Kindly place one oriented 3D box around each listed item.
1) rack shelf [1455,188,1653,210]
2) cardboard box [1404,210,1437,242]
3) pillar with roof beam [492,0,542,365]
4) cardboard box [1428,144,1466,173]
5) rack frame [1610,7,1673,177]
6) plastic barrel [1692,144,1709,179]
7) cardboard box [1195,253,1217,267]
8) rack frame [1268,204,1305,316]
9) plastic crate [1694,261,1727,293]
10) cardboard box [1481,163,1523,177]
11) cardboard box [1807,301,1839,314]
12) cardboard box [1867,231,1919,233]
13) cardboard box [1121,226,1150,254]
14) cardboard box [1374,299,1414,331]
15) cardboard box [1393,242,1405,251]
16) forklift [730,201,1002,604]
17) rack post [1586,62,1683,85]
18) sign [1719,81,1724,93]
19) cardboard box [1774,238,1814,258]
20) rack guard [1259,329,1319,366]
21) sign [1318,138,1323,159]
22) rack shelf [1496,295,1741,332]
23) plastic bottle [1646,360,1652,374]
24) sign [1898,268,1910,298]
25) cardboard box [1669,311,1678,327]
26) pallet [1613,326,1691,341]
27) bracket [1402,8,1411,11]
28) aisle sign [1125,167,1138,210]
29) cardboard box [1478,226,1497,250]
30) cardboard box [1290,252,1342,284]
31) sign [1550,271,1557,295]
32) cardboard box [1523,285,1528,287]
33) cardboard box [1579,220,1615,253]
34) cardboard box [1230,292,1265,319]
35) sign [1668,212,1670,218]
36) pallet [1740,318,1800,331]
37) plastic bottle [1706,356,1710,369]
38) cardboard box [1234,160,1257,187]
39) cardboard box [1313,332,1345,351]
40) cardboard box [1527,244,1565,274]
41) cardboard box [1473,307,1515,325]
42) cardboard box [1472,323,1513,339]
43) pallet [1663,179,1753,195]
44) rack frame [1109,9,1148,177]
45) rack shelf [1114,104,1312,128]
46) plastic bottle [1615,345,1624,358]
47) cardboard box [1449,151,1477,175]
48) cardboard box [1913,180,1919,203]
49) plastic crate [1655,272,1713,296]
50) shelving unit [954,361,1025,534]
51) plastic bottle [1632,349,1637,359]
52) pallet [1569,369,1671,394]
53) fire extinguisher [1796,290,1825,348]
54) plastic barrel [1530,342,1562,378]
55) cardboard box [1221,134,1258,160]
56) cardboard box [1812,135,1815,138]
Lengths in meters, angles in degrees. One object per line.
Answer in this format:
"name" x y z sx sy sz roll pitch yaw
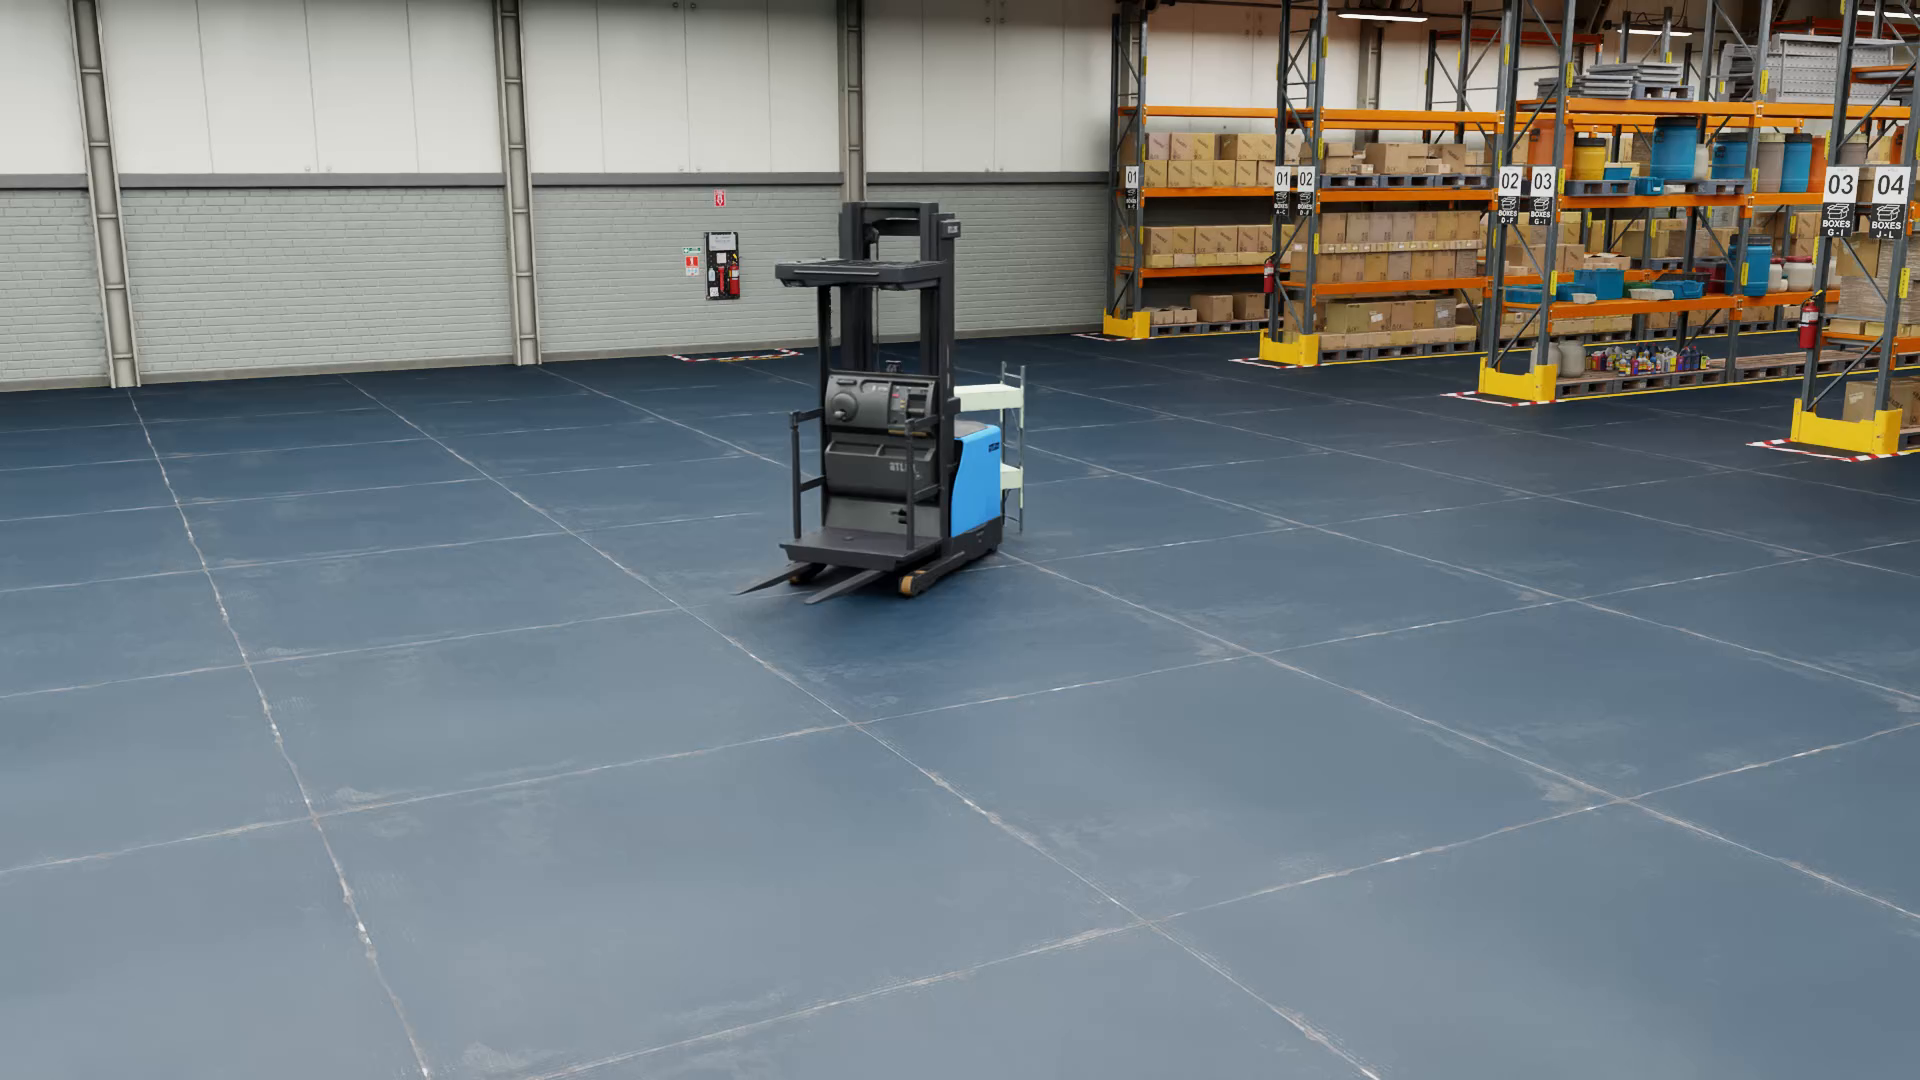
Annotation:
"rack shelf" 10.792 -6.203 30.148 4.000 0.370 1.077 -7 14 -28
"cardboard box" 7.767 -5.408 28.627 0.500 0.500 0.700 -7 14 -28
"pillar with roof beam" -5.121 -6.489 22.948 0.400 9.000 9.100 -7 14 -28
"cardboard box" 8.468 -6.664 29.052 0.500 0.500 0.500 -6 14 -23
"rack frame" 12.548 -8.228 30.675 0.127 3.000 1.000 -7 14 -28
"plastic barrel" 10.935 -5.641 24.800 0.421 0.512 0.421 0 13 0
"cardboard box" 4.628 -5.451 32.293 0.500 0.250 0.500 -7 15 -29
"rack frame" 6.660 -5.835 33.704 0.127 3.000 1.000 -7 14 -28
"plastic crate" 11.685 -4.067 25.702 0.583 0.464 0.402 -7 14 -28
"cardboard box" 9.582 -6.539 29.385 0.500 0.250 0.500 -5 14 -22
"cardboard box" 17.705 -4.918 34.312 0.637 0.503 0.797 -7 14 -28
"cardboard box" 11.070 -3.391 19.663 0.500 0.500 0.500 -7 14 -28
"cardboard box" 3.461 -5.807 32.169 0.500 0.500 0.500 -7 14 -28
"cardboard box" 7.421 -3.860 28.527 0.500 0.500 0.500 -7 14 -28
"cardboard box" 7.323 -4.986 28.229 0.250 0.149 0.380 -7 14 -27
"forklift" -0.715 -1.102 12.830 1.130 2.935 3.031 6 14 24
"rack post" 9.582 -6.605 23.633 0.954 0.300 0.937 -7 15 -29
"sign" 17.440 -10.412 38.072 0.005 0.325 0.100 -7 14 -28
"cardboard box" 16.636 -5.772 33.197 0.500 0.500 0.500 -6 14 -26
"rack guard" 5.505 -3.238 27.857 0.348 0.500 1.175 -7 14 -28
"sign" 5.786 -6.281 26.682 0.005 0.325 0.100 -7 14 -28
"rack shelf" 9.651 -3.364 24.365 4.000 0.370 1.077 -7 14 -28
"plastic bottle" 10.112 -2.542 24.444 0.097 0.201 0.097 0 13 0
"sign" 10.529 -2.868 18.550 0.005 0.325 0.100 -7 14 -28
"cardboard box" 13.541 -4.345 31.777 0.500 0.500 0.500 -7 15 -30
"pallet" 13.221 -4.012 31.957 1.213 0.211 1.003 -7 14 -28
"bracket" 9.150 -10.944 34.543 0.430 0.232 0.235 -7 14 -28
"aisle sign" 3.230 -6.617 31.258 0.004 0.787 0.394 -7 14 -28
"cardboard box" 11.184 -6.514 35.773 0.500 0.500 0.500 -6 14 -26
"cardboard box" 5.942 -4.555 27.790 0.500 0.500 0.700 -7 14 -28
"sign" 8.156 -3.533 22.847 0.005 0.325 0.100 -7 14 -28
"cardboard box" 12.395 -5.645 36.800 0.750 0.750 0.750 -6 14 -26
"cardboard box" 14.166 -6.877 37.650 0.700 0.700 0.980 -7 14 -27
"cardboard box" 5.768 -4.713 33.411 0.500 0.500 0.500 -8 15 -32
"sign" 16.932 -7.666 39.688 0.005 0.325 0.100 -7 14 -28
"pallet" 16.662 -4.434 33.830 1.213 0.211 1.003 -7 14 -28
"plastic bottle" 11.238 -2.677 25.043 0.097 0.201 0.097 0 13 0
"cardboard box" 5.417 -7.140 32.397 0.500 0.500 0.500 -7 15 -30
"cardboard box" 6.103 -3.337 27.910 0.500 0.250 0.500 -7 14 -28
"cardboard box" 10.621 -5.115 30.278 0.500 0.500 0.500 -7 14 -28
"cardboard box" 9.519 -4.013 29.638 0.500 0.311 0.500 -7 14 -28
"cardboard box" 9.509 -3.739 29.696 0.500 0.250 0.500 -7 15 -29
"pallet" 10.820 -5.202 24.491 1.003 0.211 1.213 -7 14 -28
"rack frame" 3.149 -8.341 31.176 0.127 3.000 1.000 -7 14 -28
"rack shelf" 4.904 -8.199 32.190 4.000 0.370 1.077 -7 14 -28
"plastic bottle" 9.961 -2.778 25.154 0.185 0.351 0.144 -7 14 -28
"cardboard box" 10.561 -8.044 35.457 0.500 0.500 0.700 -8 15 -32
"cardboard box" 10.816 -3.941 18.800 0.500 0.250 0.500 -6 14 -26
"plastic crate" 10.886 -3.865 25.092 0.504 0.338 0.767 -7 14 -28
"shelving unit" 0.142 -0.790 14.706 0.755 1.500 0.431 -6 14 -25
"plastic bottle" 10.223 -2.762 25.261 0.097 0.271 0.097 0 13 0
"pallet" 9.725 -2.373 24.674 1.213 0.211 1.003 -7 14 -28
"fire extinguisher" 9.948 -2.589 19.459 0.183 0.674 0.296 -7 14 -28
"plastic barrel" 8.437 -2.580 23.951 0.421 0.512 0.421 0 13 0
"cardboard box" 5.421 -7.623 32.267 0.500 0.500 0.500 -7 15 -30
"cardboard box" 16.467 -7.781 33.013 0.500 0.500 0.700 -7 14 -28
